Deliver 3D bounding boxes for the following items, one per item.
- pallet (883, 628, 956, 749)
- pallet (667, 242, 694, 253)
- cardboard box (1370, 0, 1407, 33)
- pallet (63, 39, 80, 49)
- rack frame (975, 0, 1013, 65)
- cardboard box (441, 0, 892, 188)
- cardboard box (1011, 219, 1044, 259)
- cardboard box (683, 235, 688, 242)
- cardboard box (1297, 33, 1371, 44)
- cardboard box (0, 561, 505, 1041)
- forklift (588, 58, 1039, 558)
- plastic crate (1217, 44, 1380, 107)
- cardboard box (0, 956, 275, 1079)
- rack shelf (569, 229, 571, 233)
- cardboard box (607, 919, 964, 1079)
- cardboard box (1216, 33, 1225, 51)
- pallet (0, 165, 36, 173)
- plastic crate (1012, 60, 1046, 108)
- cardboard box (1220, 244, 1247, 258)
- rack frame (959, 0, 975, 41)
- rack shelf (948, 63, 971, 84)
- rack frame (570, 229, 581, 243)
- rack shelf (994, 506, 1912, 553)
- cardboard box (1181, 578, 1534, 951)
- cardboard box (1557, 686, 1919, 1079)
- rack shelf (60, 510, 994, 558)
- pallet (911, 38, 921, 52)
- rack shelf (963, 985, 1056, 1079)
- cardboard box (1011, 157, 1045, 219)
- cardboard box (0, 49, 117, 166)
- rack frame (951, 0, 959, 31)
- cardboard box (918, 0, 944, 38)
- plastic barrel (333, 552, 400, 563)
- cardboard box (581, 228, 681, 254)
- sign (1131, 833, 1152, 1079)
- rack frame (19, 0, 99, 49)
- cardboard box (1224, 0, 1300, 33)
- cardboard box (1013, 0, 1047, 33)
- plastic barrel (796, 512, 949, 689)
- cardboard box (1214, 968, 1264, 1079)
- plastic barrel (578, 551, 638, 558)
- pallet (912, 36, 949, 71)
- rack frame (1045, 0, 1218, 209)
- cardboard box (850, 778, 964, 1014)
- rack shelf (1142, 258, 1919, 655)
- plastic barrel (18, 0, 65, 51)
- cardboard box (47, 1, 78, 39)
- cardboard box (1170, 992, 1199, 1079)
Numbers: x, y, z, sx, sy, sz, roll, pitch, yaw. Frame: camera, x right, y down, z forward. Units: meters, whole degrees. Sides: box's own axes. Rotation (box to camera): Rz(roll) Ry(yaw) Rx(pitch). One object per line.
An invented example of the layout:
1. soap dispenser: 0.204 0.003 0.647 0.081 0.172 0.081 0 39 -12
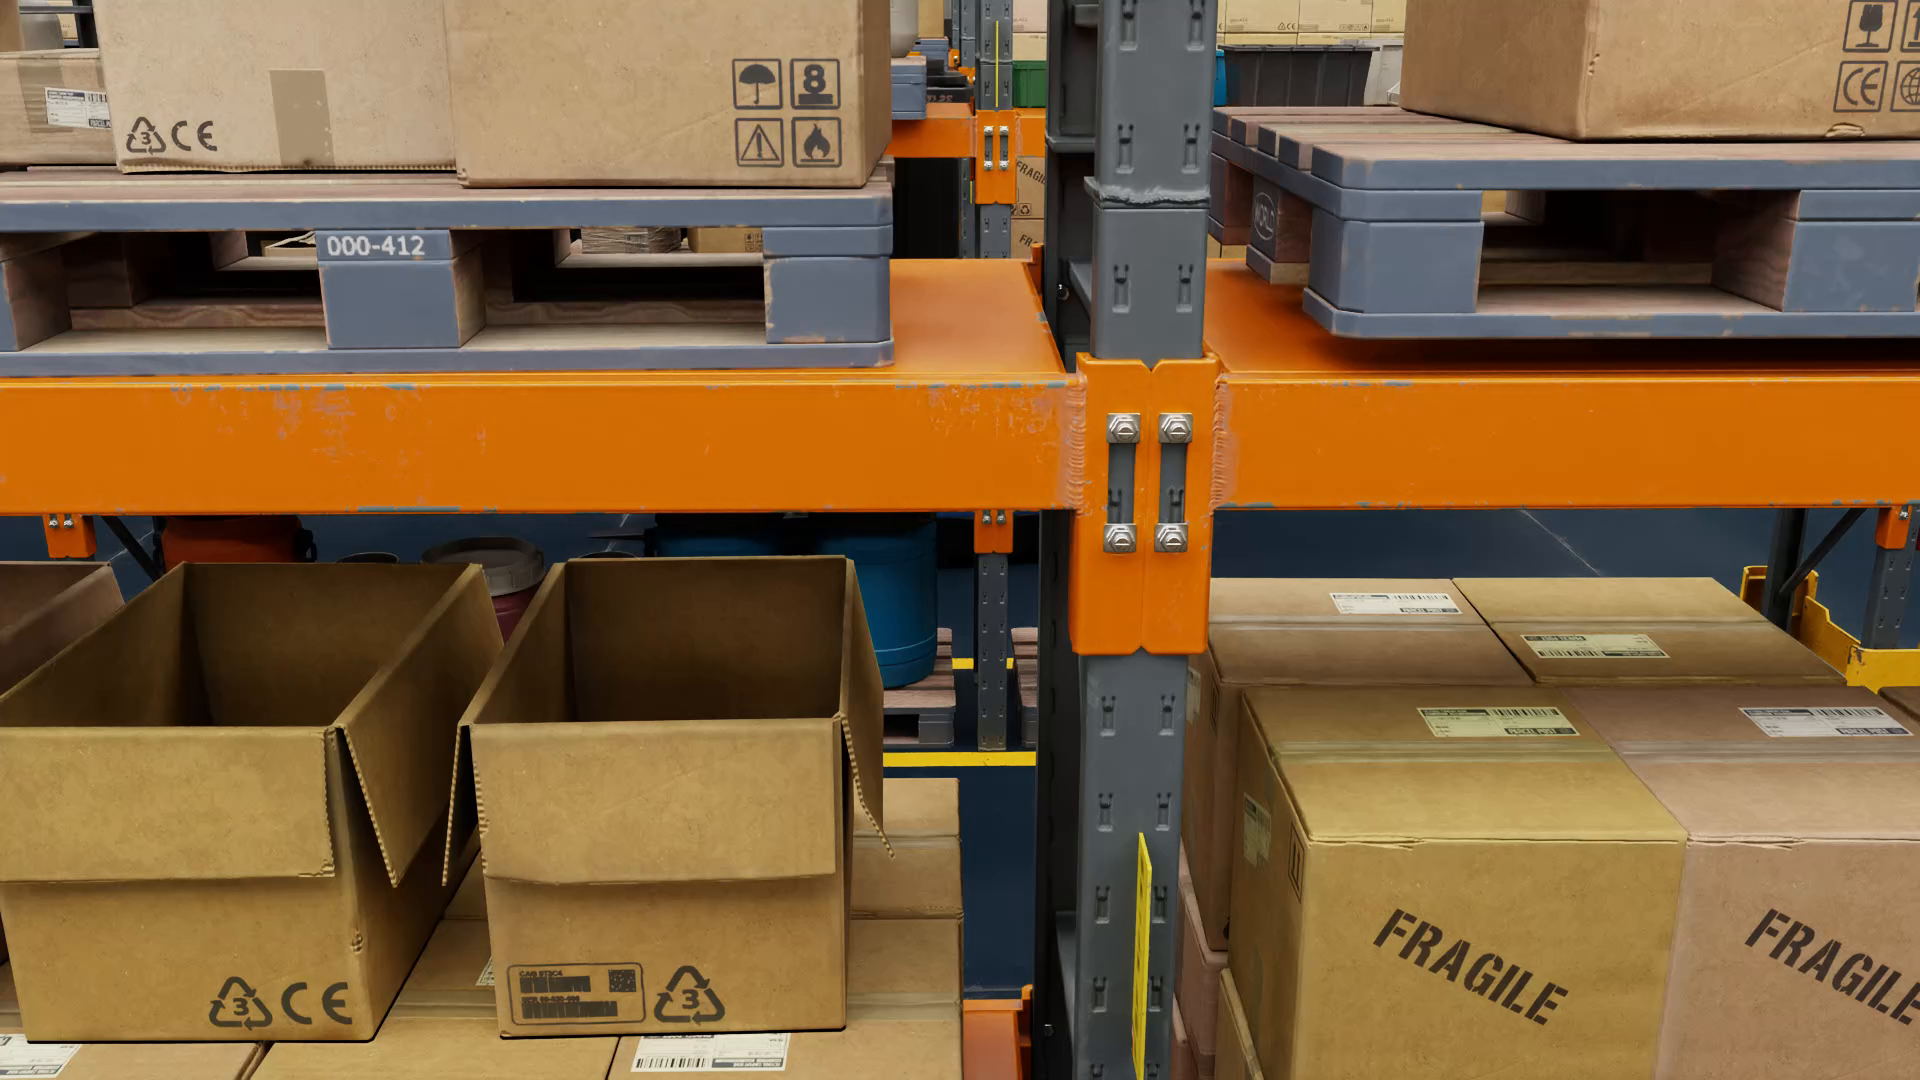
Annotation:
1. pallet: -0.633 0.702 8.015 1.213 0.211 1.003 0 18 -1
2. pallet: -1.991 -2.030 12.279 1.213 0.211 1.003 0 18 -1
3. cardboard box: 3.054 -3.661 11.567 0.500 0.250 0.500 0 18 -1
4. pallet: -5.731 -3.412 11.672 1.213 0.211 1.003 1 18 2
5. rack frame: 0.139 -3.474 6.644 0.127 3.000 1.000 0 18 -1
6. cardboard box: -0.363 -0.774 2.289 0.500 0.500 0.700 0 18 0
7. cardboard box: 0.578 -2.097 12.010 0.500 0.500 0.500 0 18 1
8. cardboard box: -2.404 -2.766 17.090 0.750 0.750 0.750 0 18 -1
9. cardboard box: 2.554 -3.418 11.626 0.500 0.250 0.500 0 18 -1
10. cardboard box: -1.108 0.376 2.660 0.637 0.503 0.797 0 18 0
11. forklift: -0.756 -1.365 10.005 3.031 2.935 1.130 -2 18 -7
12. plastic crate: 1.385 -1.905 6.880 0.590 0.269 0.497 0 18 -1
13. cardboard box: -1.264 0.939 2.547 0.500 0.500 0.500 0 18 -2
14. rack shelf: -6.017 -3.271 17.013 4.000 0.370 1.077 0 18 -1
15. cardboard box: -0.246 0.934 2.563 0.500 0.500 0.500 0 18 -1
16. cardboard box: 1.554 -3.417 11.623 0.500 0.250 0.500 0 18 -1
17. pallet: -2.022 -0.449 2.435 1.213 0.211 1.003 1 18 2
18. plastic crate: 0.558 -2.039 7.429 0.662 0.188 0.450 0 18 -1
19. cardboard box: 2.099 -2.105 12.035 0.500 0.500 0.500 -1 18 -2
20. rack frame: 0.064 -4.987 11.360 0.127 3.000 1.000 0 18 -1
21. rack shelf: -1.936 -3.206 11.898 4.000 0.370 1.077 0 18 -1
22. rack frame: -4.017 -3.624 16.933 0.127 3.000 1.000 0 18 -1
23. rack shelf: 2.138 -0.284 7.701 4.000 0.370 1.077 0 18 -1
24. cardboard box: 0.672 0.384 2.969 0.500 0.500 0.500 0 18 1
25. cardboard box: 1.192 0.544 2.472 0.500 0.500 0.500 0 18 -1
26. rack shelf: -1.861 -0.265 7.640 4.000 0.370 1.077 0 18 -1
27. pallet: -0.934 -4.961 16.503 1.217 0.209 0.805 -1 18 -3
28. rack shelf: -1.783 1.248 2.925 4.000 0.370 1.077 0 18 -1
29. cardboard box: 0.540 -2.570 11.848 0.500 0.500 0.500 0 18 1
30. cardboard box: -1.274 -0.652 2.481 0.250 0.149 0.380 -1 18 -3
31. rack frame: -0.018 -6.500 16.077 0.127 3.000 1.000 0 18 -1
32. cardboard box: -0.441 -3.874 11.786 0.600 0.600 0.600 -2 18 -6
33. plastic barrel: -2.809 0.349 7.933 0.421 0.512 0.421 0 18 0
34. cardboard box: -2.390 -2.342 12.086 0.500 0.500 0.700 3 18 10
35. sign: 0.235 0.548 2.164 0.005 0.325 0.100 0 18 -1
36. rack frame: -3.861 -3.454 6.584 0.127 3.000 1.000 0 18 -1
37. cardboard box: 2.054 -3.656 11.549 0.500 0.250 0.500 0 18 -1
38. cardboard box: 0.554 -3.651 11.536 0.500 0.250 0.500 0 18 -1
39. plastic barrel: -0.406 0.180 7.825 0.708 0.901 0.600 0 18 -1
40. cardboard box: 0.691 0.903 2.580 0.500 0.250 0.500 -1 18 -2
41. plastic barrel: -1.680 0.344 7.950 0.421 0.512 0.421 0 18 0
42. pallet: -0.589 -3.487 11.904 1.003 0.211 1.213 0 18 -1
43. rack frame: 0.217 -1.961 1.929 0.127 3.000 1.000 0 18 -1
44. cardboard box: -0.247 0.774 3.061 0.500 0.500 0.500 0 18 -1
45. rack shelf: 2.217 -0.200 2.527 4.000 0.370 1.077 0 18 -1
46. plastic barrel: -4.176 -2.171 7.312 0.421 0.512 0.421 0 18 0
47. cardboard box: -6.022 -3.639 11.627 0.500 0.250 0.500 -2 18 -6
48. cardboard box: 0.517 0.914 3.200 0.250 0.149 0.380 0 18 -1
